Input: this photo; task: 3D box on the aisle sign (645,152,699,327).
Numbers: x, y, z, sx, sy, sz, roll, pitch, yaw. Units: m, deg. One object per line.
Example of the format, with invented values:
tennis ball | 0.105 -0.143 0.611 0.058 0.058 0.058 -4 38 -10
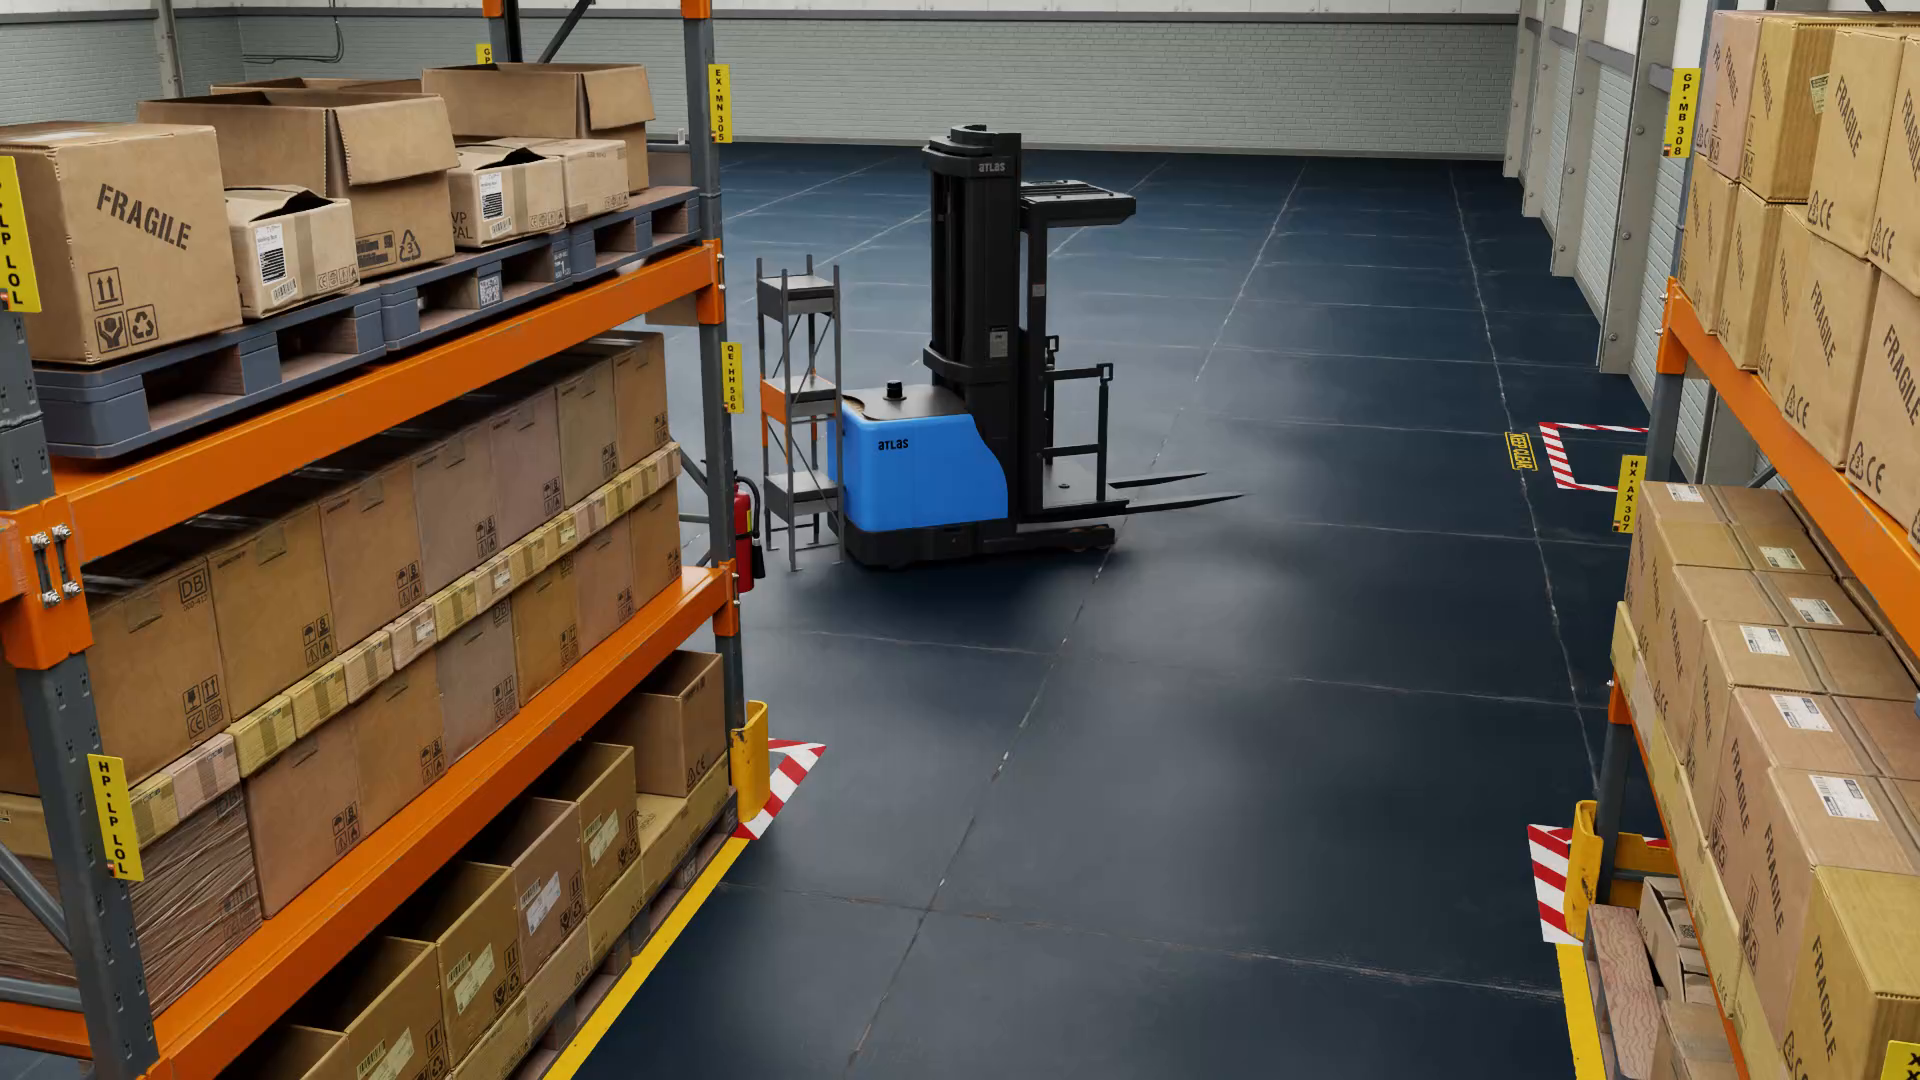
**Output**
aisle sign | -1.256 -1.350 7.478 0.394 0.787 0.004 5 19 13

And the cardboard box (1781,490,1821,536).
cardboard box | 3.339 0.139 6.182 0.500 0.500 0.500 4 19 13

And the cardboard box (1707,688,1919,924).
cardboard box | 2.336 0.741 4.418 0.500 0.500 0.500 4 19 12

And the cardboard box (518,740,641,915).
cardboard box | -1.629 1.131 6.680 0.500 0.500 0.500 5 19 13

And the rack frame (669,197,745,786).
rack frame | -1.556 -0.123 7.906 1.000 3.000 0.127 5 19 13

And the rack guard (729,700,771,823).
rack guard | -1.551 1.053 8.332 1.175 0.500 0.348 5 19 13

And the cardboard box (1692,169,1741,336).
cardboard box | 2.758 -0.958 5.526 0.500 0.500 0.500 6 20 17

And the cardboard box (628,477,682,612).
cardboard box | -1.683 -0.025 7.465 0.700 0.500 0.500 5 19 13

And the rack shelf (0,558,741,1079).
rack shelf | -2.045 0.845 6.187 1.077 0.370 4.000 5 19 13

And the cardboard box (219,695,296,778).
cardboard box | -2.158 0.548 4.784 0.380 0.149 0.250 4 19 12

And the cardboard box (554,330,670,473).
cardboard box | -1.696 -0.622 7.206 0.700 0.500 0.500 5 19 14

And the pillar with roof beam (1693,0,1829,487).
pillar with roof beam | 1.207 -4.504 11.453 9.100 9.000 0.400 5 19 13

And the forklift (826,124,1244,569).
forklift | 0.595 -1.454 11.910 3.031 2.935 1.130 -6 20 -18

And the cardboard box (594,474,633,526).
cardboard box | -1.590 -0.180 6.915 0.380 0.149 0.250 4 19 13

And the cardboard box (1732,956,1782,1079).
cardboard box | 2.222 1.255 4.075 0.500 0.250 0.500 5 19 14

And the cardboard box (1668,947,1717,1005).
cardboard box | 2.852 1.720 5.990 0.500 0.311 0.500 6 20 18

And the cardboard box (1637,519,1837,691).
cardboard box | 2.710 0.254 5.844 0.500 0.500 0.500 5 19 14

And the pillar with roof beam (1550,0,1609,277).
pillar with roof beam | 4.139 -8.266 22.465 9.100 9.000 0.400 5 19 13

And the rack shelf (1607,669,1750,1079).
rack shelf | 2.759 1.235 5.045 1.077 0.370 4.000 5 19 13

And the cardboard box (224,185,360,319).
cardboard box | -2.023 -0.818 4.571 0.500 0.311 0.500 4 19 10

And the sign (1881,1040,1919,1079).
sign | 1.743 1.071 3.072 0.100 0.325 0.005 5 19 13

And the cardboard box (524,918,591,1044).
cardboard box | -1.756 1.642 6.343 0.500 0.250 0.500 5 19 13

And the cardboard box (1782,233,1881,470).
cardboard box | 2.389 -0.467 4.088 0.500 0.500 0.500 4 19 11

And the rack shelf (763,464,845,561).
rack shelf | -1.102 -0.199 11.726 0.431 0.518 0.480 -9 21 -25

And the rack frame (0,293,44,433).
rack frame | -2.534 -1.708 3.266 1.000 3.000 0.127 5 19 13

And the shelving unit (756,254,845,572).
shelving unit | -1.098 -0.875 11.496 0.431 2.100 0.503 -9 21 -25

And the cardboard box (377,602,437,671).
cardboard box | -1.969 0.304 5.500 0.380 0.149 0.250 4 19 12

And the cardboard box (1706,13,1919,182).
cardboard box | 2.747 -1.427 5.352 0.500 0.500 0.500 4 19 13

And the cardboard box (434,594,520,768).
cardboard box | -2.058 0.461 6.043 0.700 0.500 0.500 5 20 15

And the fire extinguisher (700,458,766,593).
fire extinguisher | -1.077 -0.086 7.920 0.296 0.674 0.183 5 19 13

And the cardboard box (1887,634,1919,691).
cardboard box | 2.961 0.616 4.785 0.500 0.500 0.500 5 19 14

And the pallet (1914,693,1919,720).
pallet | 2.017 0.376 2.097 1.213 0.211 1.003 5 19 13

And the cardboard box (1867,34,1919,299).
cardboard box | 2.255 -0.780 3.458 0.500 0.500 0.500 6 20 16

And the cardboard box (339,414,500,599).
cardboard box | -2.064 -0.142 5.800 0.700 0.500 0.500 5 19 13

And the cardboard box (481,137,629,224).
cardboard box | -1.582 -1.354 6.237 0.500 0.250 0.500 5 19 13

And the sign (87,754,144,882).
sign | -2.005 0.660 3.945 0.100 0.325 0.005 5 19 13

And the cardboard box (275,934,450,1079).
cardboard box | -2.002 1.601 5.305 0.500 0.500 0.500 5 19 13

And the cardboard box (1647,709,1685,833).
cardboard box | 2.578 0.780 5.465 0.500 0.250 0.500 4 19 13

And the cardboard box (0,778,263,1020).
cardboard box | -2.431 0.944 4.628 0.700 0.500 0.500 4 19 12

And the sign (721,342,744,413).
sign | -1.034 -0.736 7.542 0.100 0.325 0.005 5 19 13

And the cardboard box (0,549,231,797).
cardboard box | -2.431 0.330 4.418 0.700 0.500 0.500 5 19 14

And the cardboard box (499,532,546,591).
cardboard box | -1.780 0.064 6.202 0.380 0.149 0.250 5 20 15

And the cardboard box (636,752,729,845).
cardboard box | -1.401 1.171 7.722 0.500 0.250 0.500 5 19 13

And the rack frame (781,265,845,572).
rack frame | -0.990 -0.804 11.290 0.400 2.100 0.015 -9 21 -25

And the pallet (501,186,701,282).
pallet | -1.754 -1.281 6.793 1.003 0.211 1.213 5 19 13
